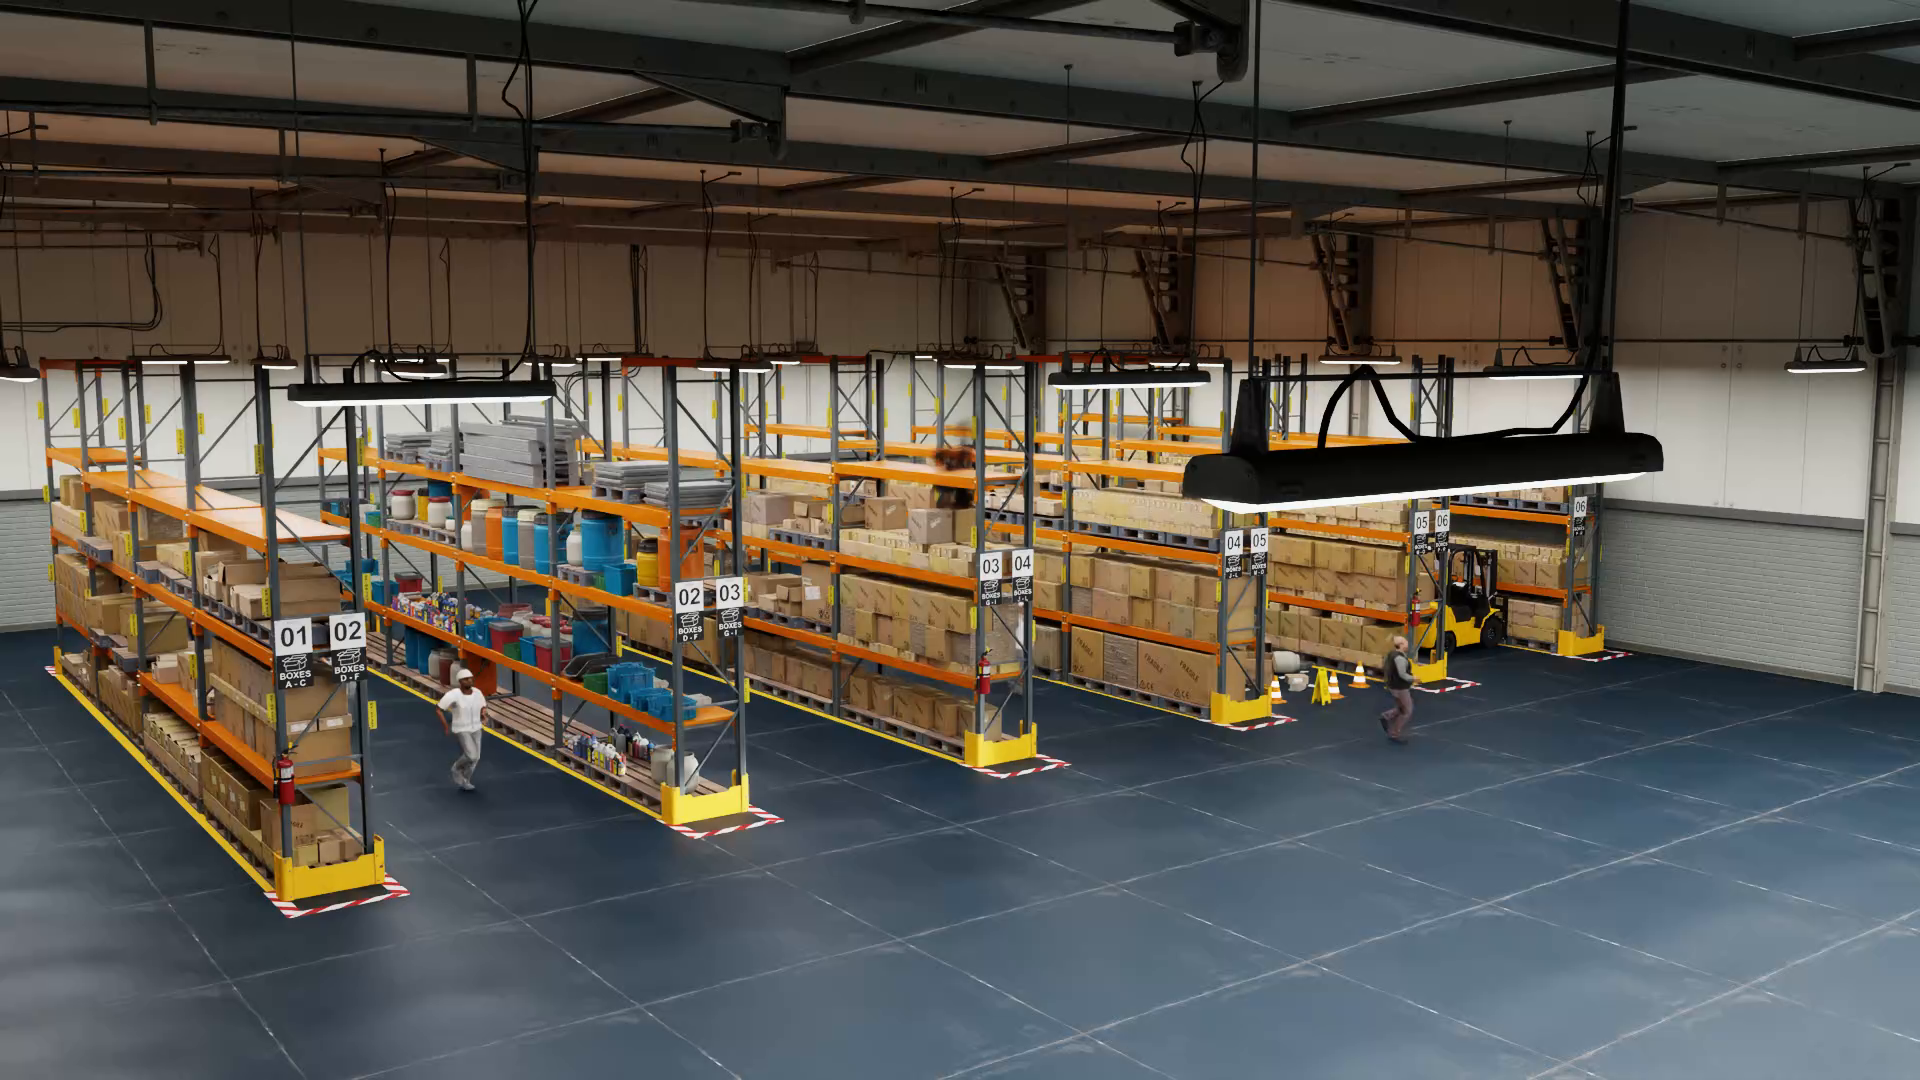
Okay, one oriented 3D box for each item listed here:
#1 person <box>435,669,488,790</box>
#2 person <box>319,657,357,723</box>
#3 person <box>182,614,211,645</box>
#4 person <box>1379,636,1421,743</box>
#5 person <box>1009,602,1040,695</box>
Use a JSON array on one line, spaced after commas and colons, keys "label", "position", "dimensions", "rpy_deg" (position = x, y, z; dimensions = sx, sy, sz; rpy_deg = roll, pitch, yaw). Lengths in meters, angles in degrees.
[{"label": "person", "position": [-6.901, 2.670, 23.346], "dimensions": [0.597, 1.721, 0.690], "rpy_deg": [6, 9, 39]}, {"label": "person", "position": [-10.273, 2.159, 27.583], "dimensions": [0.780, 1.748, 0.663], "rpy_deg": [7, 10, 44]}, {"label": "person", "position": [-14.770, 1.696, 32.153], "dimensions": [0.593, 1.650, 0.570], "rpy_deg": [6, 9, 42]}, {"label": "person", "position": [6.957, 2.349, 26.275], "dimensions": [0.591, 1.688, 0.698], "rpy_deg": [0, 7, 0]}, {"label": "person", "position": [1.159, 1.891, 29.607], "dimensions": [0.591, 1.684, 0.644], "rpy_deg": [7, 10, 44]}]
